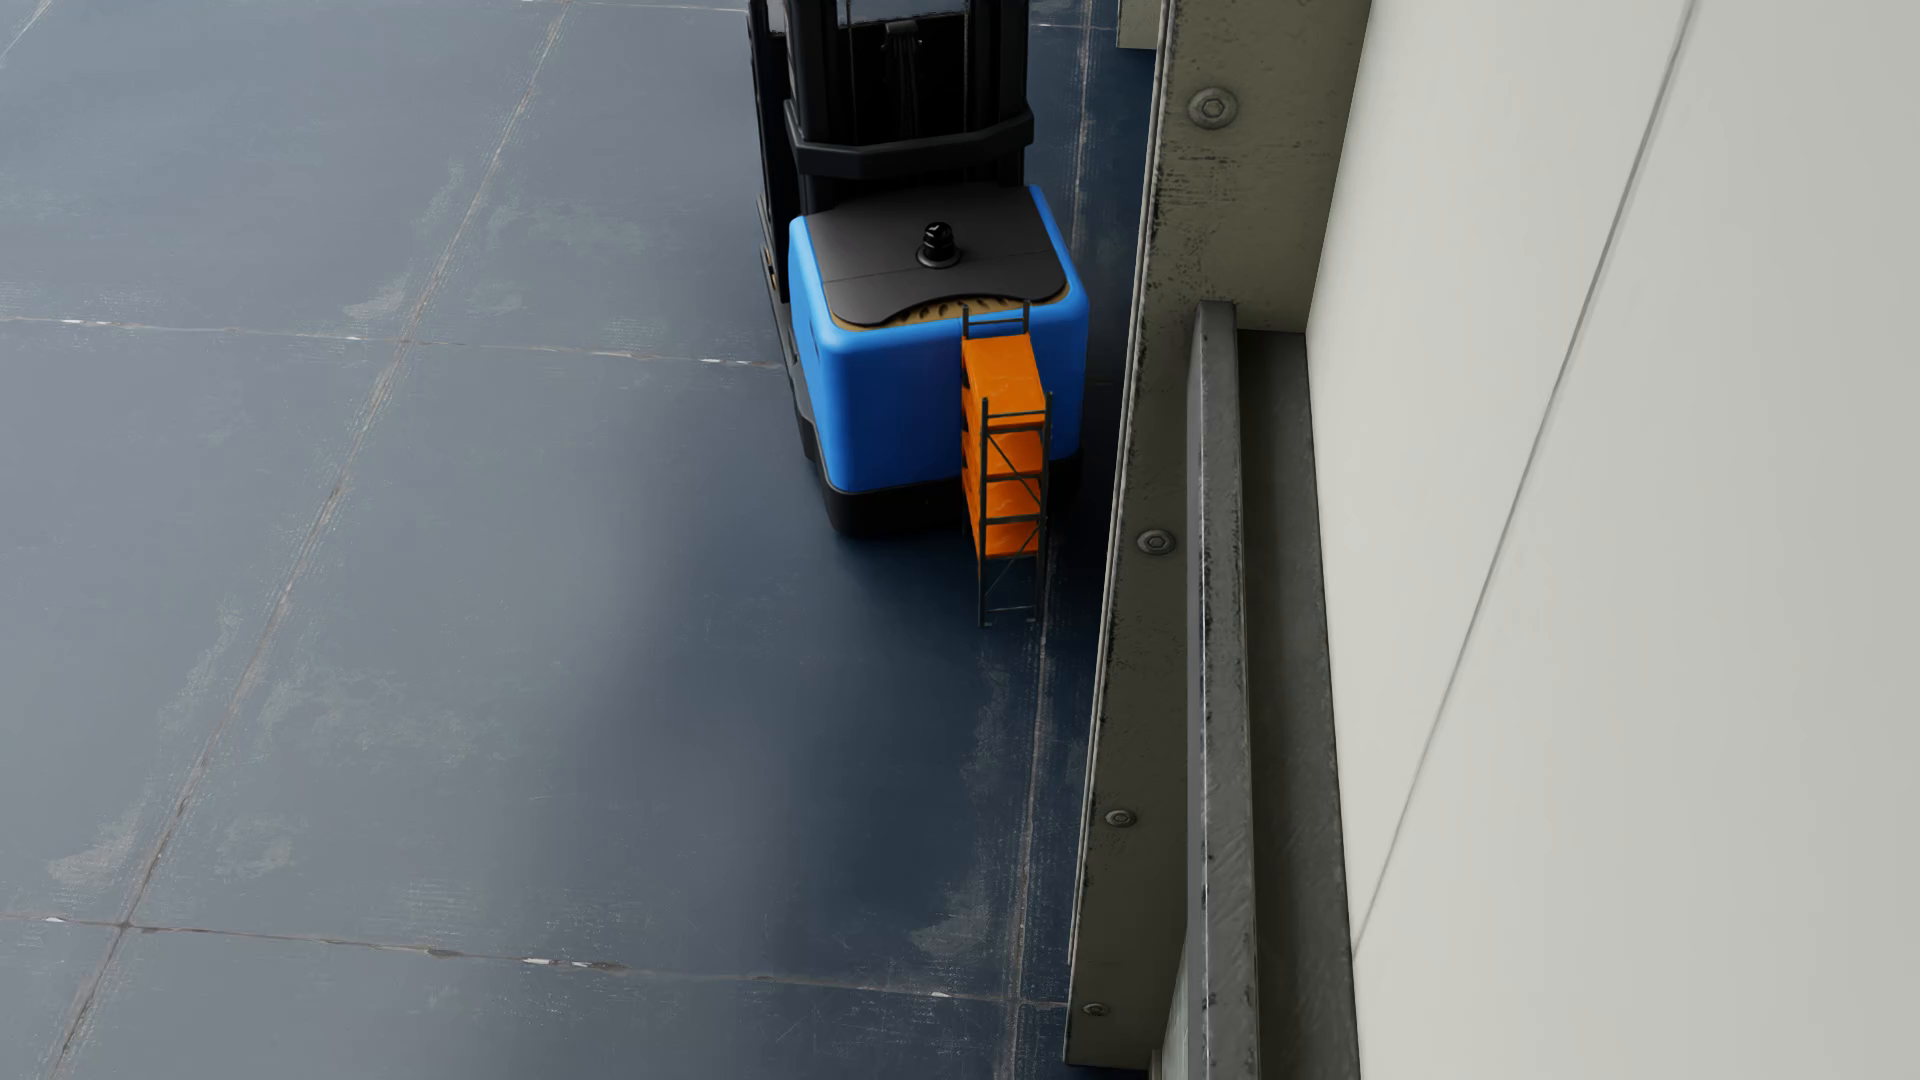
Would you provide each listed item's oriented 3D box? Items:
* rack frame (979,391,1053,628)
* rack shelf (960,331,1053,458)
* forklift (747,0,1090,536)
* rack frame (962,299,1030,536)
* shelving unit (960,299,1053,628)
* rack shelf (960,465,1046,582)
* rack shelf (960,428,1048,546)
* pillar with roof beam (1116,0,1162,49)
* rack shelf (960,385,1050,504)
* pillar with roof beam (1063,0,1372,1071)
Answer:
[{"bbox_3d":[0.193,-0.080,6.036,0.240,1.200,0.015,-6,48,-5],"label":"rack frame"},{"bbox_3d":[0.160,-0.524,5.909,0.258,0.148,0.480,-6,48,-5],"label":"rack shelf"},{"bbox_3d":[-0.324,-2.116,6.725,1.130,2.935,3.031,-9,48,-9],"label":"forklift"},{"bbox_3d":[0.128,-0.437,6.362,0.240,1.200,0.015,-6,48,-5],"label":"rack frame"},{"bbox_3d":[0.160,-0.258,6.199,0.258,1.200,0.503,-6,48,-5],"label":"shelving unit"},{"bbox_3d":[0.160,-0.079,6.395,0.258,0.148,0.480,-6,48,-5],"label":"rack shelf"},{"bbox_3d":[0.160,-0.213,6.249,0.258,0.148,0.480,-6,48,-5],"label":"rack shelf"},{"bbox_3d":[-3.243,-6.216,6.363,9.100,9.000,0.400,4,48,4],"label":"pillar with roof beam"},{"bbox_3d":[0.160,-0.364,6.084,0.258,0.148,0.480,-6,48,-5],"label":"rack shelf"},{"bbox_3d":[-3.790,-1.807,2.330,9.100,9.000,0.400,4,48,4],"label":"pillar with roof beam"}]
